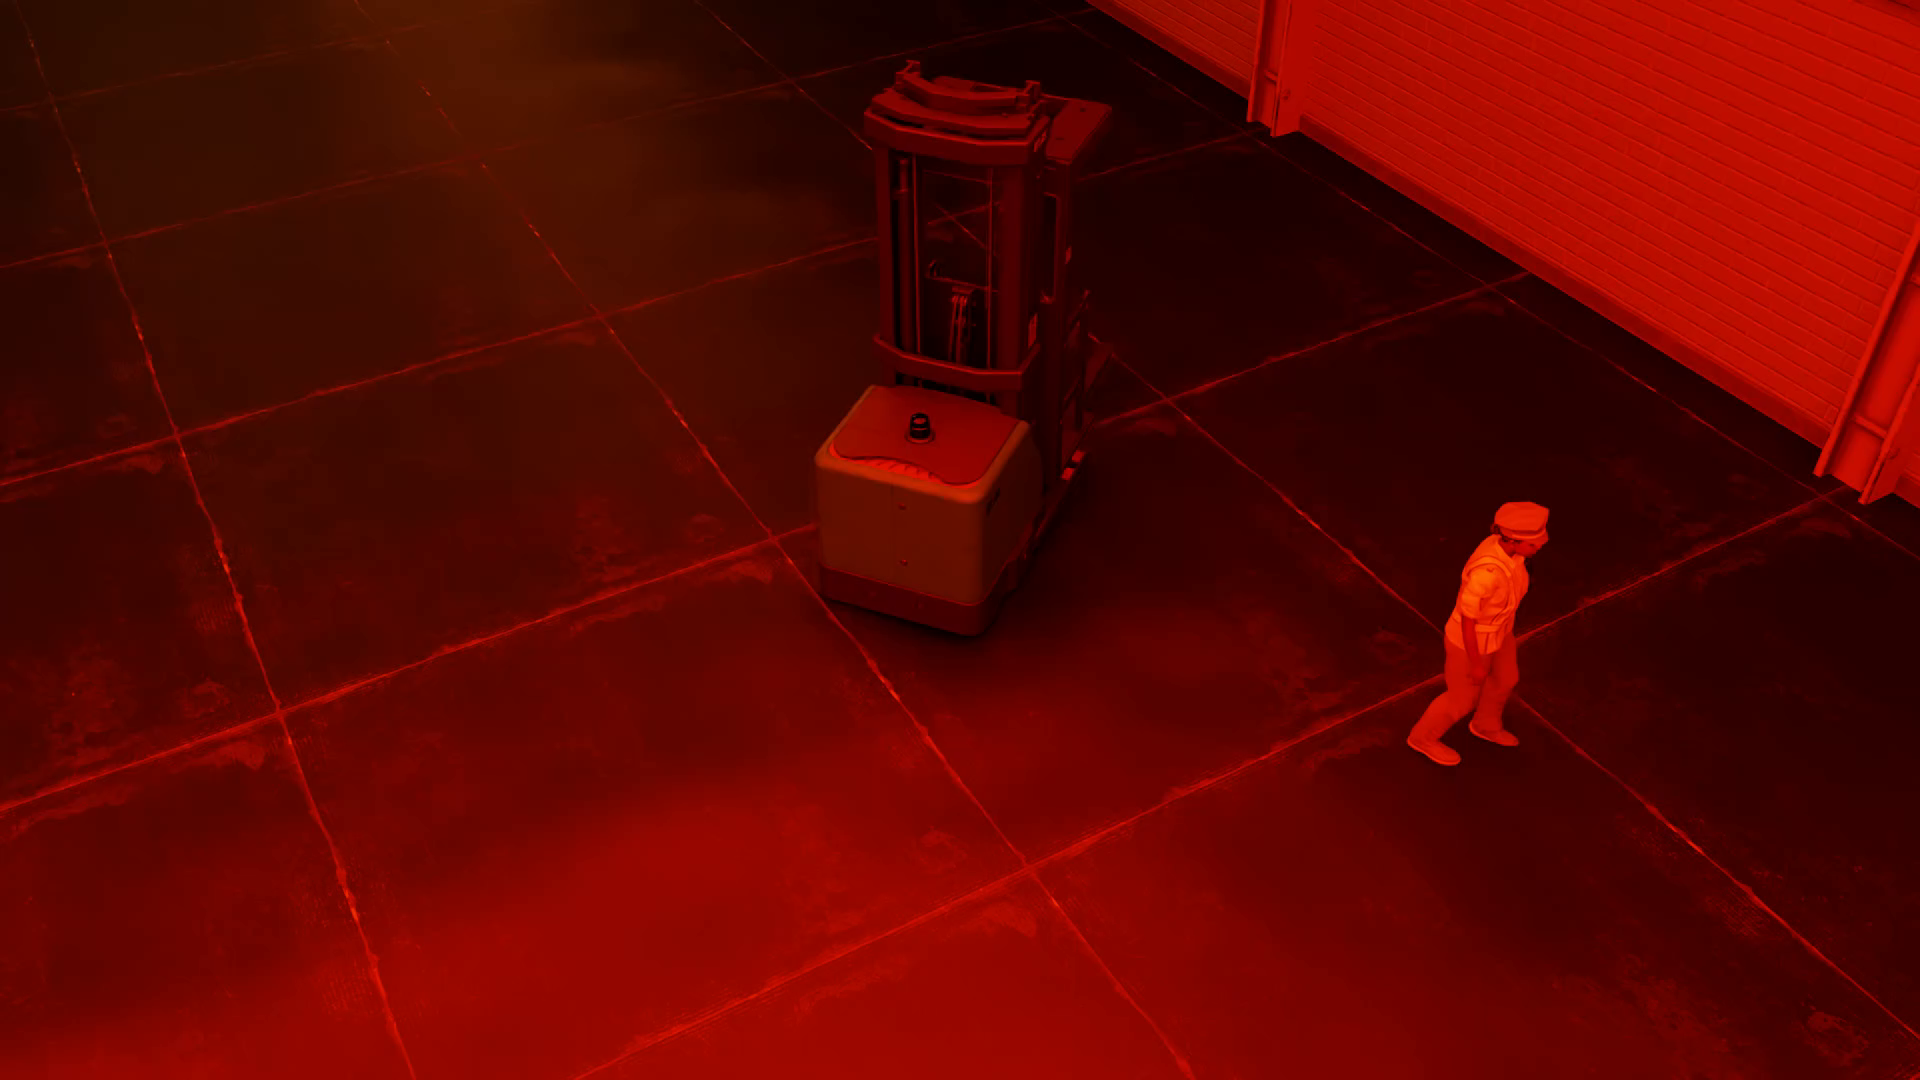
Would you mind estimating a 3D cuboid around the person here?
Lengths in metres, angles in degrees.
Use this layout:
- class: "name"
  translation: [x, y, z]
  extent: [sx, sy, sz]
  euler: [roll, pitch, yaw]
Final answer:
- class: "person"
  translation: [2.695, 0.512, 8.456]
  extent: [0.510, 1.701, 0.557]
  euler: [25, 46, 27]

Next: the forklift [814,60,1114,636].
- class: "forklift"
  translation: [0.196, -1.522, 9.871]
  extent: [1.130, 2.935, 3.031]
  euler: [15, 42, 17]
